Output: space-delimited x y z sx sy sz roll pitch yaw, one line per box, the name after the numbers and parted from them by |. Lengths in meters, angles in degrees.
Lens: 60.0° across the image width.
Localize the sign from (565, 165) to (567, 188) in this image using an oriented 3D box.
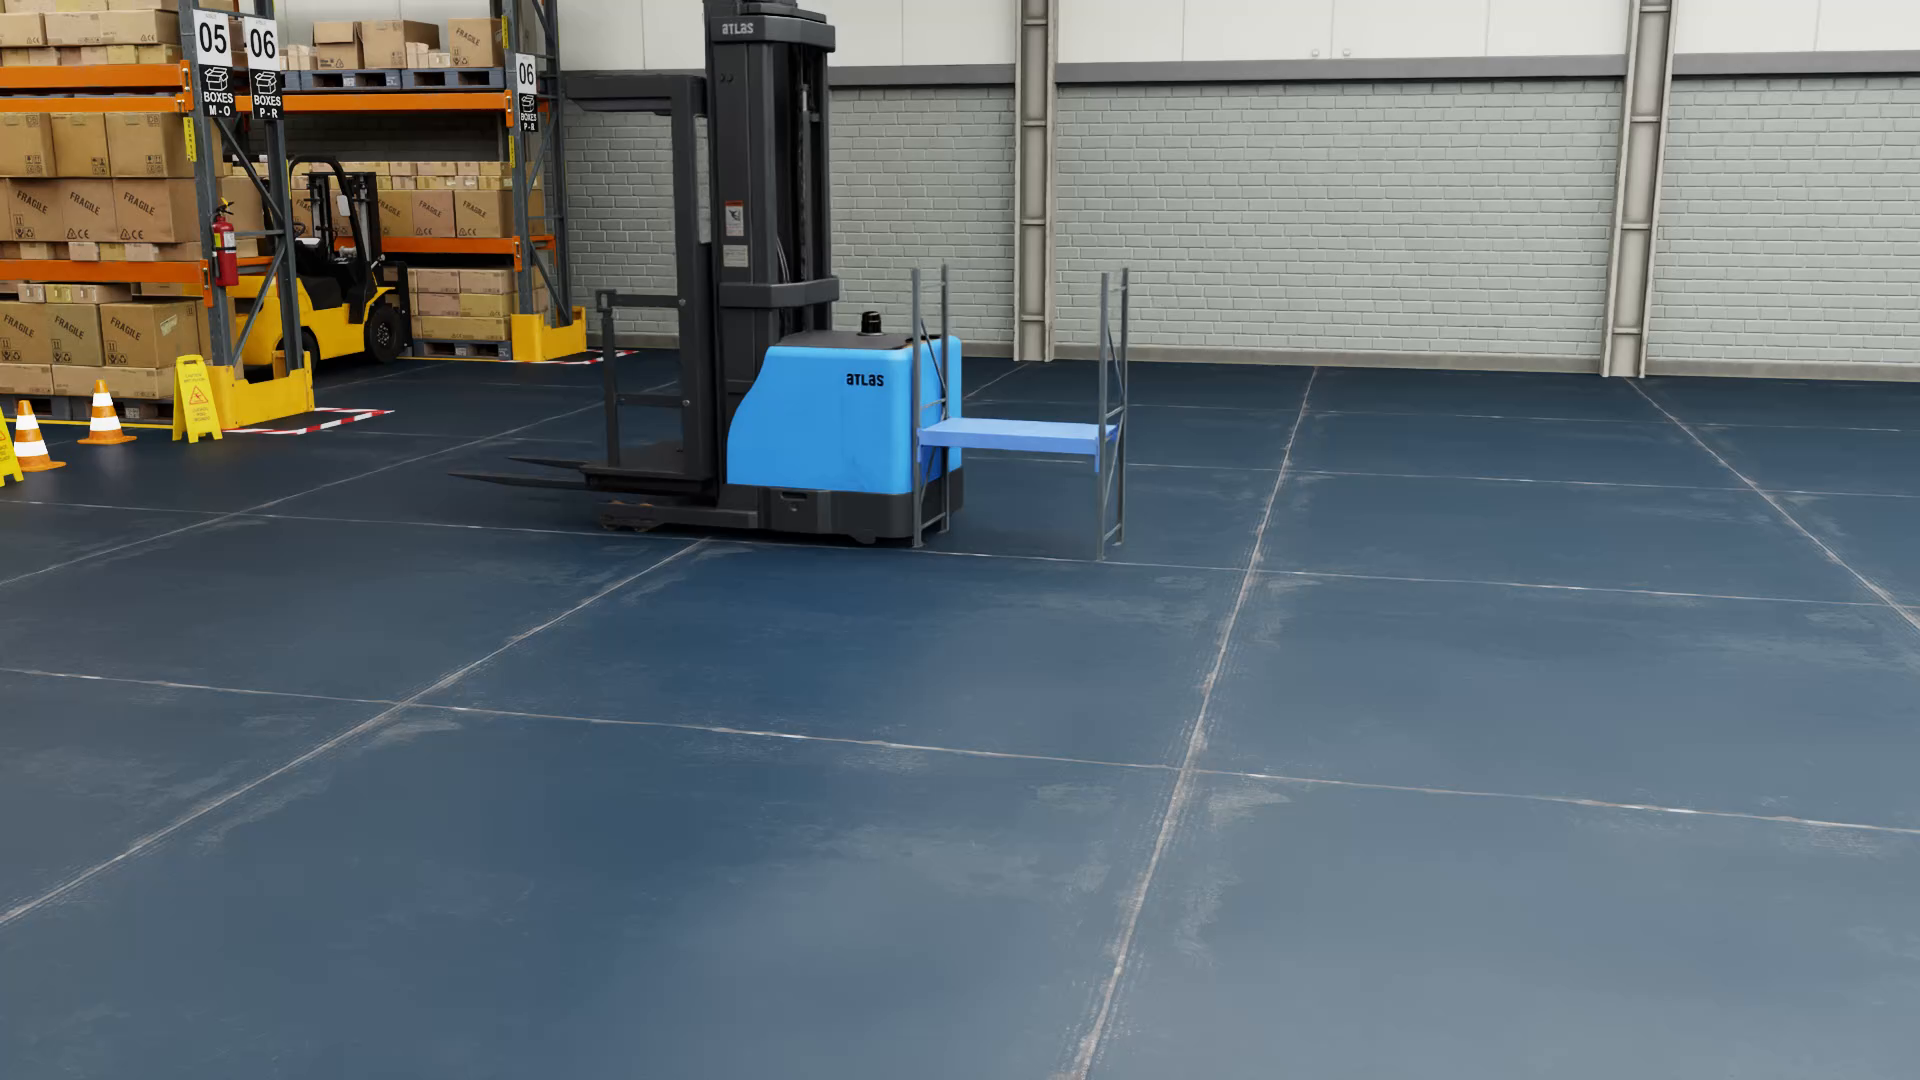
-4.422 -4.088 18.551 0.005 0.325 0.100 3 13 14 | sign

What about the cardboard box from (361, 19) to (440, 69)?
-6.020 -5.323 17.944 0.500 0.500 0.700 3 13 14 | cardboard box

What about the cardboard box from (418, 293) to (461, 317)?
-5.593 -2.605 18.272 0.500 0.250 0.500 3 13 13 | cardboard box

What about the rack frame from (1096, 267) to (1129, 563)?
0.806 -0.665 8.771 0.032 1.500 0.500 4 13 18 | rack frame

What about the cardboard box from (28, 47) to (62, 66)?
-7.143 -3.825 13.201 0.250 0.149 0.380 3 13 13 | cardboard box

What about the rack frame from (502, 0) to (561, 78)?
-4.561 -6.439 17.479 0.127 3.000 1.000 3 13 14 | rack frame

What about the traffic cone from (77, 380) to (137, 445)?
-6.473 -0.979 12.576 0.334 0.463 0.336 3 13 14 | traffic cone

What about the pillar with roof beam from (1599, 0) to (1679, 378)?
5.598 -5.136 11.609 0.400 9.000 9.100 3 13 14 | pillar with roof beam

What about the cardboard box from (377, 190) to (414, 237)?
-6.101 -3.585 18.234 0.500 0.500 0.500 3 13 12 | cardboard box

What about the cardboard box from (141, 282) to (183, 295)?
-8.954 -2.788 19.388 0.625 0.625 0.875 4 13 16 | cardboard box

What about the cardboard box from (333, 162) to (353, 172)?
-6.690 -4.090 18.328 0.250 0.149 0.380 3 13 14 | cardboard box

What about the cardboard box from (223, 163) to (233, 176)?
-8.206 -4.149 18.596 0.250 0.149 0.380 3 13 15 | cardboard box

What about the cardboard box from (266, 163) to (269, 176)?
-7.455 -4.109 18.411 0.250 0.149 0.380 3 13 15 | cardboard box

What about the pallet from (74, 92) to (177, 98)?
-9.304 -5.132 18.955 1.217 0.209 0.805 3 13 11 | pallet

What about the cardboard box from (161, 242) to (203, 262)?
-6.161 -2.318 13.335 0.250 0.149 0.380 4 13 15 | cardboard box

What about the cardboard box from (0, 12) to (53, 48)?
-7.301 -4.025 13.183 0.500 0.250 0.500 3 13 15 | cardboard box

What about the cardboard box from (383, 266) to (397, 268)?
-6.562 -2.896 18.433 0.500 0.250 0.500 3 13 12 | cardboard box

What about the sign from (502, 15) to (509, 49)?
-4.705 -5.255 17.206 0.005 0.325 0.100 3 13 14 | sign

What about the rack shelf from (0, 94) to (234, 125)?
-10.386 -4.935 19.286 4.000 0.370 1.077 3 13 14 | rack shelf

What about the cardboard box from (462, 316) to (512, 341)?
-5.093 -2.331 18.192 0.500 0.250 0.500 3 13 14 | cardboard box

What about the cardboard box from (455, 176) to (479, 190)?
-5.220 -3.842 17.895 0.250 0.149 0.380 3 13 14 | cardboard box

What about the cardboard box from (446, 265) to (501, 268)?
-5.468 -2.951 18.678 0.500 0.250 0.500 3 13 14 | cardboard box

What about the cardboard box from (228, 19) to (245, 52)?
-6.171 -4.085 13.453 0.500 0.250 0.500 3 13 13 | cardboard box

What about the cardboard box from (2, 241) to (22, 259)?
-7.640 -2.401 13.711 0.250 0.149 0.380 3 13 14 | cardboard box

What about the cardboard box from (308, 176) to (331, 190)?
-6.962 -3.939 18.333 0.250 0.149 0.380 3 13 12 | cardboard box

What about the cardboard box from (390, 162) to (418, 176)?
-5.970 -4.028 18.048 0.250 0.149 0.380 3 13 15 | cardboard box

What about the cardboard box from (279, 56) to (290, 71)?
-7.335 -5.186 18.138 0.250 0.149 0.380 3 13 15 | cardboard box

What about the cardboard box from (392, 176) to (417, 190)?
-5.966 -3.887 18.100 0.250 0.149 0.380 3 13 12 | cardboard box

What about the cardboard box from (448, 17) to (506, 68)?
-5.049 -5.249 17.610 0.500 0.500 0.500 3 13 15 | cardboard box

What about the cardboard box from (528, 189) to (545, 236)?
-4.975 -3.643 18.497 0.500 0.500 0.500 3 13 15 | cardboard box

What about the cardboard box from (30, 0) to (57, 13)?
-7.109 -4.222 13.150 0.250 0.149 0.380 3 13 14 | cardboard box

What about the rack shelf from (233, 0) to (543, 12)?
-6.503 -5.996 18.068 4.000 0.370 1.077 3 13 14 | rack shelf

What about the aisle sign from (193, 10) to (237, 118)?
-5.756 -3.671 12.853 0.004 0.787 0.394 3 13 14 | aisle sign

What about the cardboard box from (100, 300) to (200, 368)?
-6.587 -1.682 13.535 0.500 0.500 0.500 3 13 14 | cardboard box

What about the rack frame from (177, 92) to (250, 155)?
-8.445 -3.718 19.065 0.127 3.000 1.000 3 13 14 | rack frame

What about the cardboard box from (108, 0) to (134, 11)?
-6.387 -4.174 12.936 0.250 0.149 0.380 3 13 15 | cardboard box

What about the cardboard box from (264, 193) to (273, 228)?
-7.567 -3.665 18.597 0.500 0.500 0.500 3 13 15 | cardboard box

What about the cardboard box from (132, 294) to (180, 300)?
-6.995 -1.822 14.169 0.500 0.500 0.500 3 13 11 | cardboard box

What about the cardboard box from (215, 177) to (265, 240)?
-6.140 -2.743 13.754 0.500 0.500 0.500 3 13 13 | cardboard box

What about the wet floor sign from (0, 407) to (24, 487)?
-6.332 -0.685 10.833 0.232 0.644 0.267 1 13 4 | wet floor sign

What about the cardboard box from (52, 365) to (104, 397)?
-7.097 -1.343 13.739 0.500 0.250 0.500 3 13 14 | cardboard box

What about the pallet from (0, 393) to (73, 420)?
-7.782 -1.222 14.254 1.213 0.211 1.003 3 13 14 | pallet

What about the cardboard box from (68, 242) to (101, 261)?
-6.935 -2.332 13.401 0.250 0.149 0.380 3 13 15 | cardboard box

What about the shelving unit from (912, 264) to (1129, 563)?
0.325 -0.701 8.931 1.048 1.500 0.538 4 13 18 | shelving unit

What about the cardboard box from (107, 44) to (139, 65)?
-6.409 -3.774 12.971 0.250 0.149 0.380 3 13 14 | cardboard box

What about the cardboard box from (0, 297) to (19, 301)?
-8.097 -1.762 13.899 0.500 0.500 0.500 4 13 16 | cardboard box

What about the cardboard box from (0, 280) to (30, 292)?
-11.089 -2.903 19.908 0.625 0.625 0.875 3 13 15 | cardboard box

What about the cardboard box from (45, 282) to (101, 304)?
-7.203 -2.017 13.549 0.250 0.149 0.380 3 13 14 | cardboard box

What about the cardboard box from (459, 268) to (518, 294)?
-5.083 -2.819 18.085 0.500 0.250 0.500 4 13 15 | cardboard box

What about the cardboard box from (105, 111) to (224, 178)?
-6.295 -3.129 13.185 0.500 0.500 0.700 3 13 12 | cardboard box

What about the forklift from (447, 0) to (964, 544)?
-1.552 -1.577 9.573 3.031 2.935 1.130 4 13 18 | forklift

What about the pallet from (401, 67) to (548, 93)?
-5.241 -4.973 18.004 1.213 0.211 1.003 3 13 14 | pallet

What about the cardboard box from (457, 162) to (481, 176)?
-5.206 -4.001 17.928 0.250 0.149 0.380 3 13 14 | cardboard box

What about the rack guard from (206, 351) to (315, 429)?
-5.820 -1.250 13.712 0.348 0.500 1.175 3 13 14 | rack guard

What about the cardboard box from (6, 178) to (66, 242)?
-7.310 -2.684 13.488 0.500 0.500 0.500 3 13 13 | cardboard box
